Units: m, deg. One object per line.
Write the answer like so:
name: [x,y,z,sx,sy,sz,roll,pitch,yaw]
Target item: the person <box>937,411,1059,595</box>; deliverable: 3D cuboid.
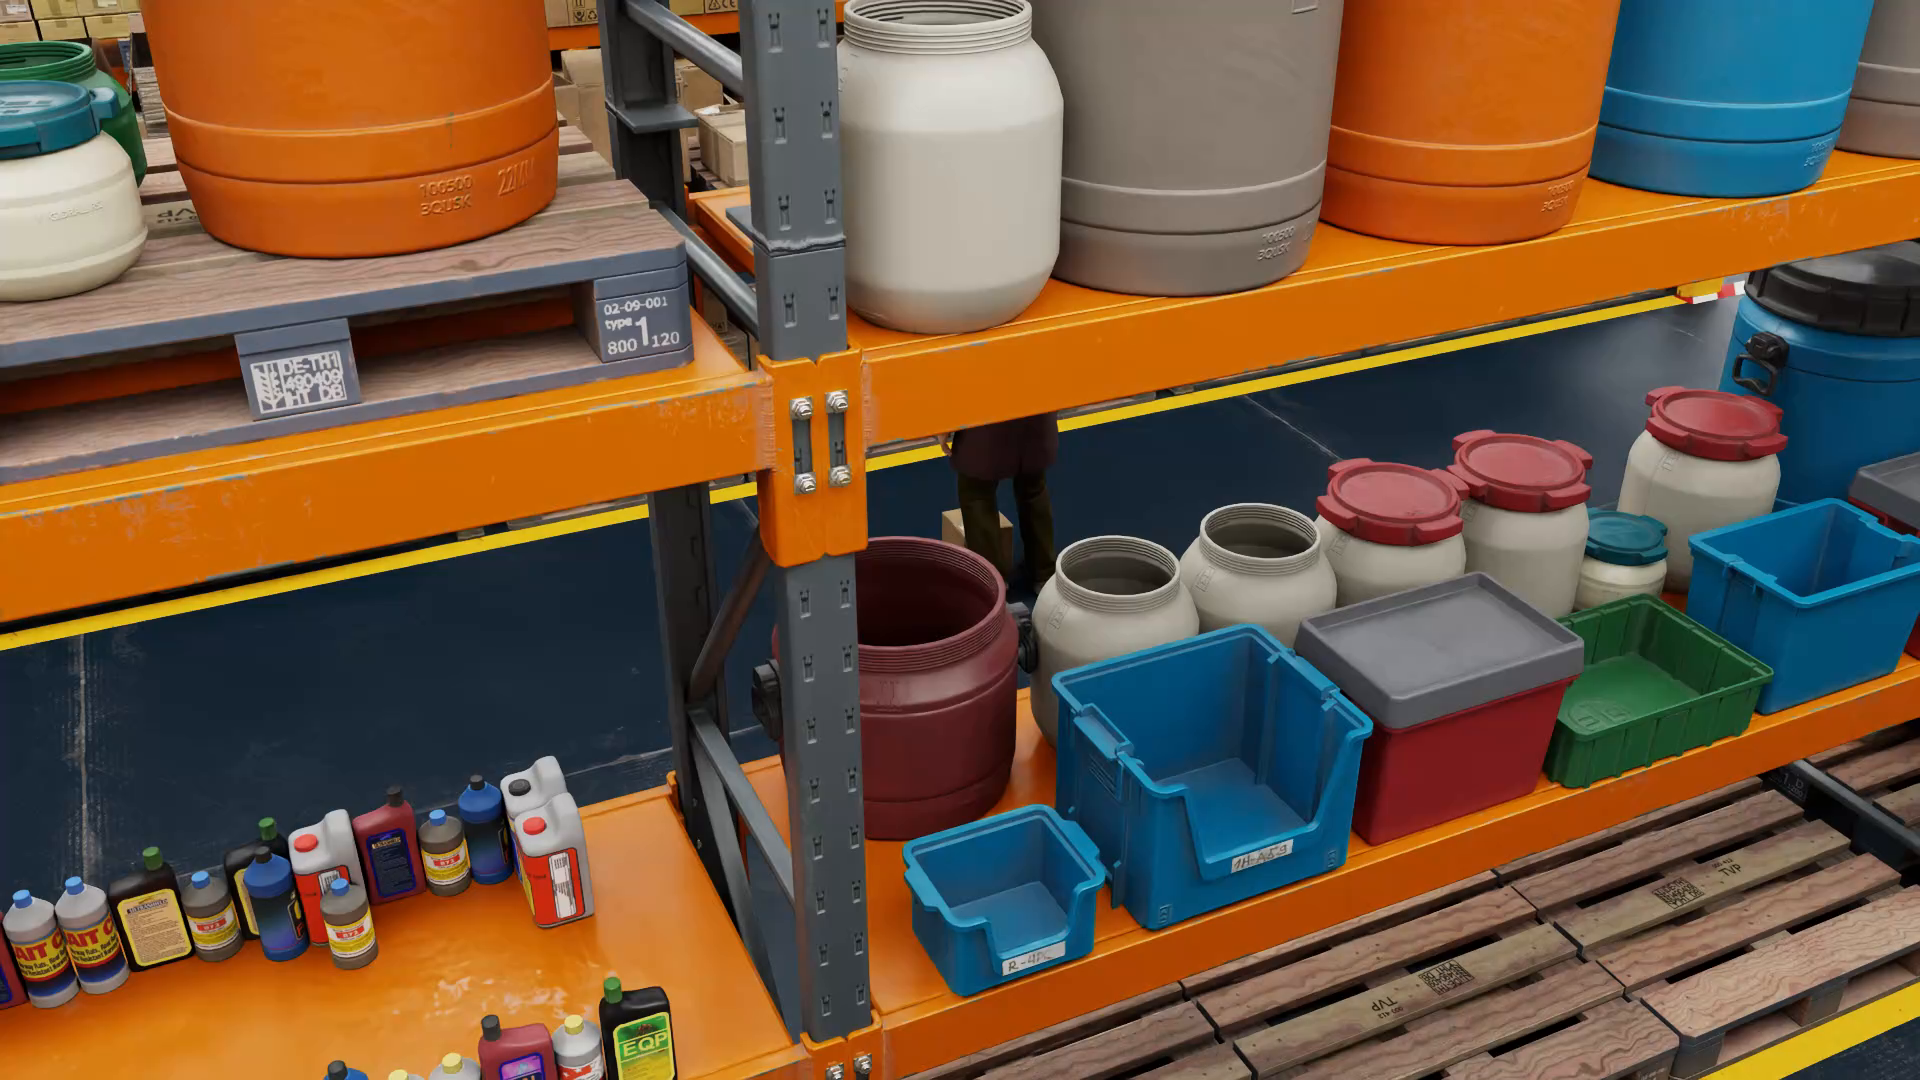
person: [0.180,-0.545,7.124,0.652,1.773,0.427,-15,32,-25]
